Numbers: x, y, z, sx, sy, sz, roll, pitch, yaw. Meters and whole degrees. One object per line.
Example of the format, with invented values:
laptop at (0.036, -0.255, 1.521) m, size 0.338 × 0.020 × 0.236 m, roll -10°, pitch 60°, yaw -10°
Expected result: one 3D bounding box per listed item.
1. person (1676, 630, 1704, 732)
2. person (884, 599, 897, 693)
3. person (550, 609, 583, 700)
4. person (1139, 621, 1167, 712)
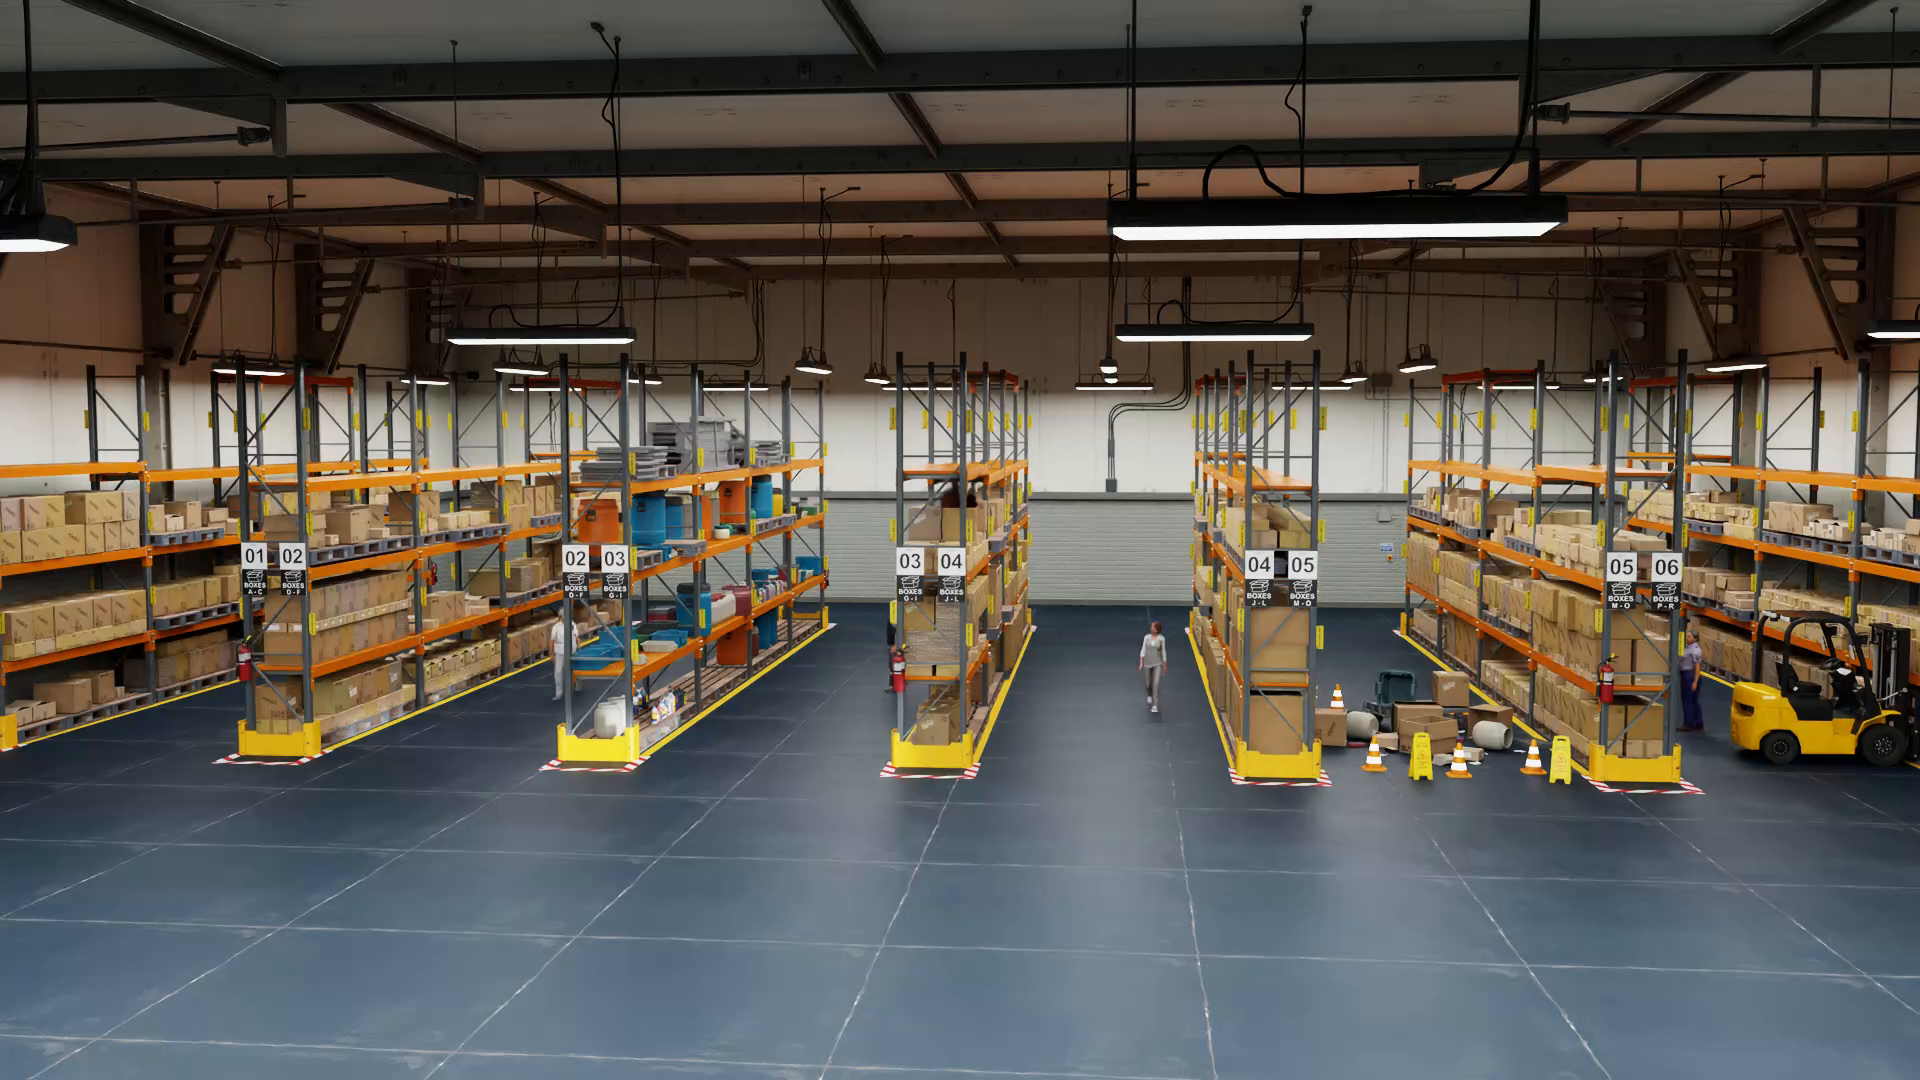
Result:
person at (11.844, 2.282, 26.955) m, size 0.428 × 1.638 × 0.509 m, roll 2°, pitch 5°, yaw 30°
person at (-1.227, 1.965, 30.732) m, size 0.410 × 1.750 × 0.617 m, roll -1°, pitch 4°, yaw -13°
person at (-7.138, 2.050, 30.134) m, size 0.552 × 1.612 × 0.932 m, roll 0°, pitch 4°, yaw 0°
person at (3.353, 2.171, 28.826) m, size 0.479 × 1.538 × 0.828 m, roll 1°, pitch 4°, yaw 10°
